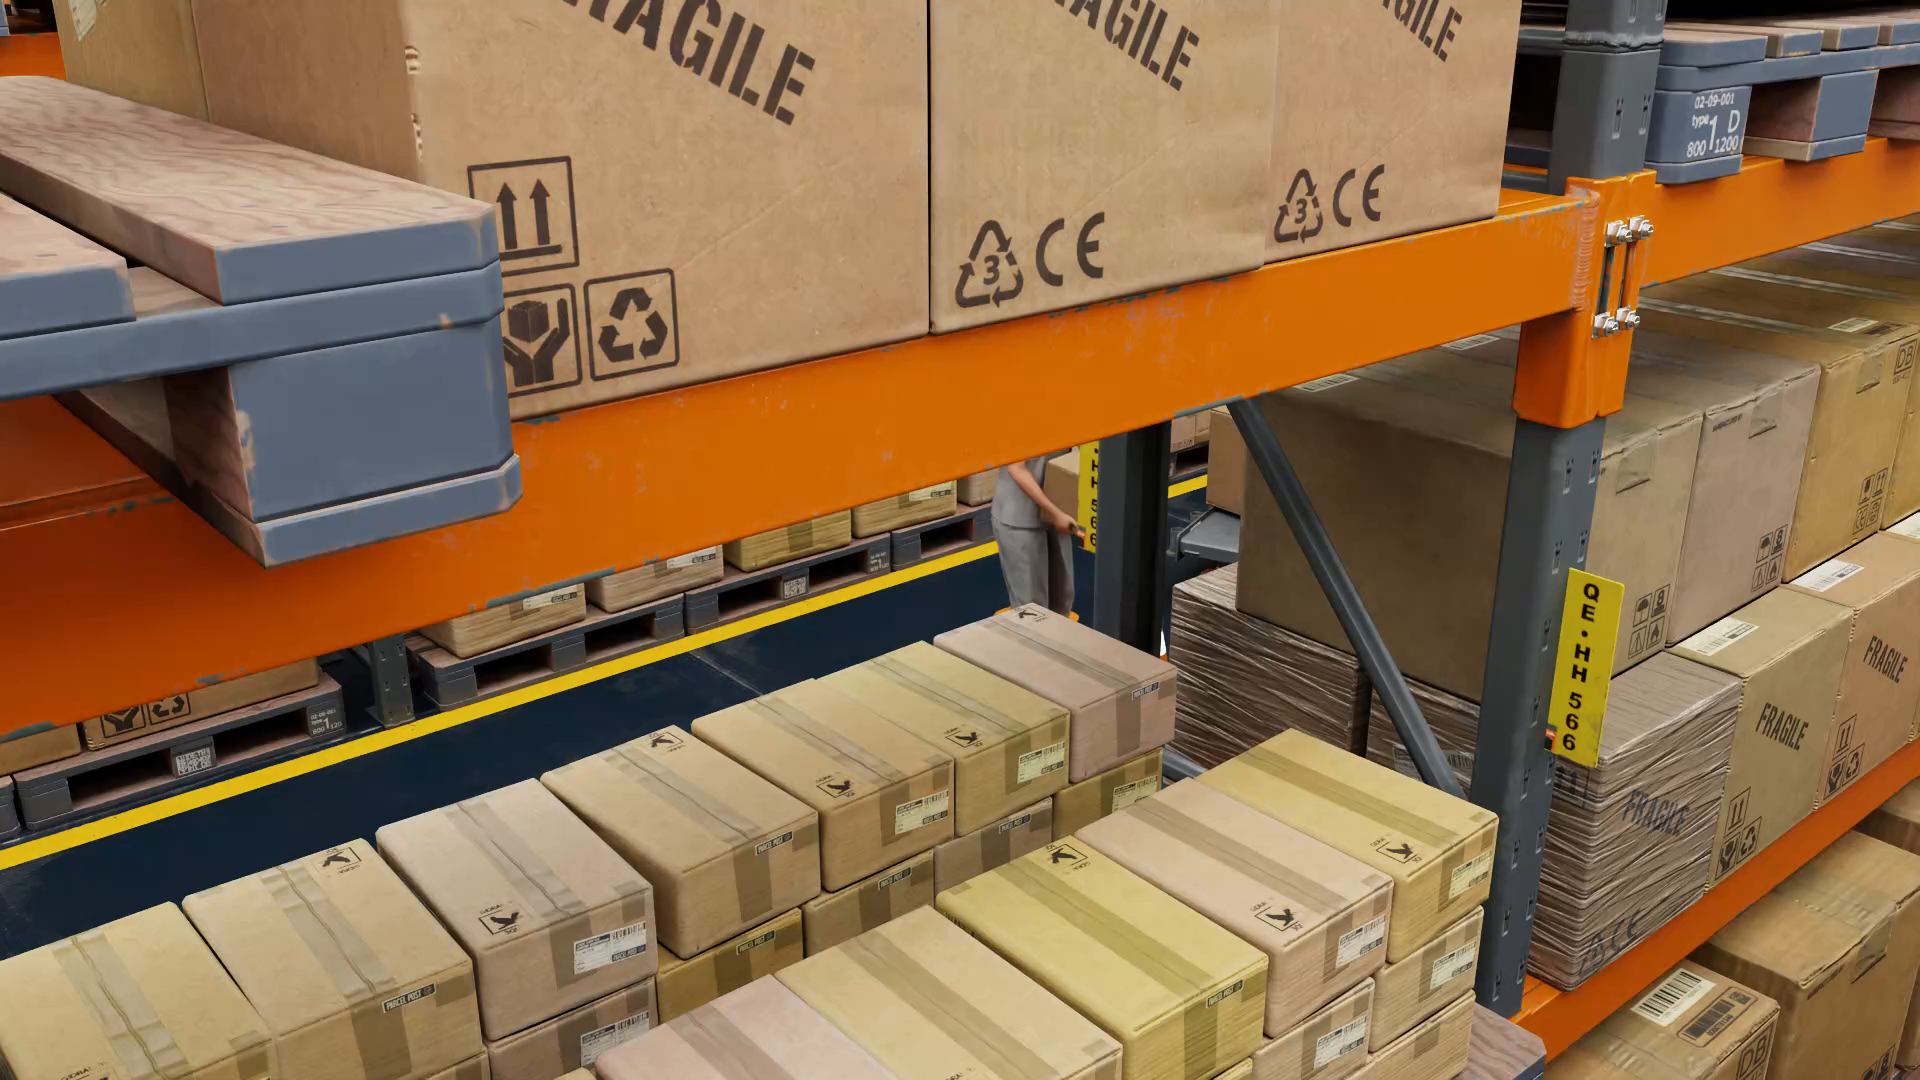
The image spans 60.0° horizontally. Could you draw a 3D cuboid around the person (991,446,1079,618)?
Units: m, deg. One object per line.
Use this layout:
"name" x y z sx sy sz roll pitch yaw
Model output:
"person" 0.352 -0.061 6.761 0.556 1.665 0.436 17 27 38
